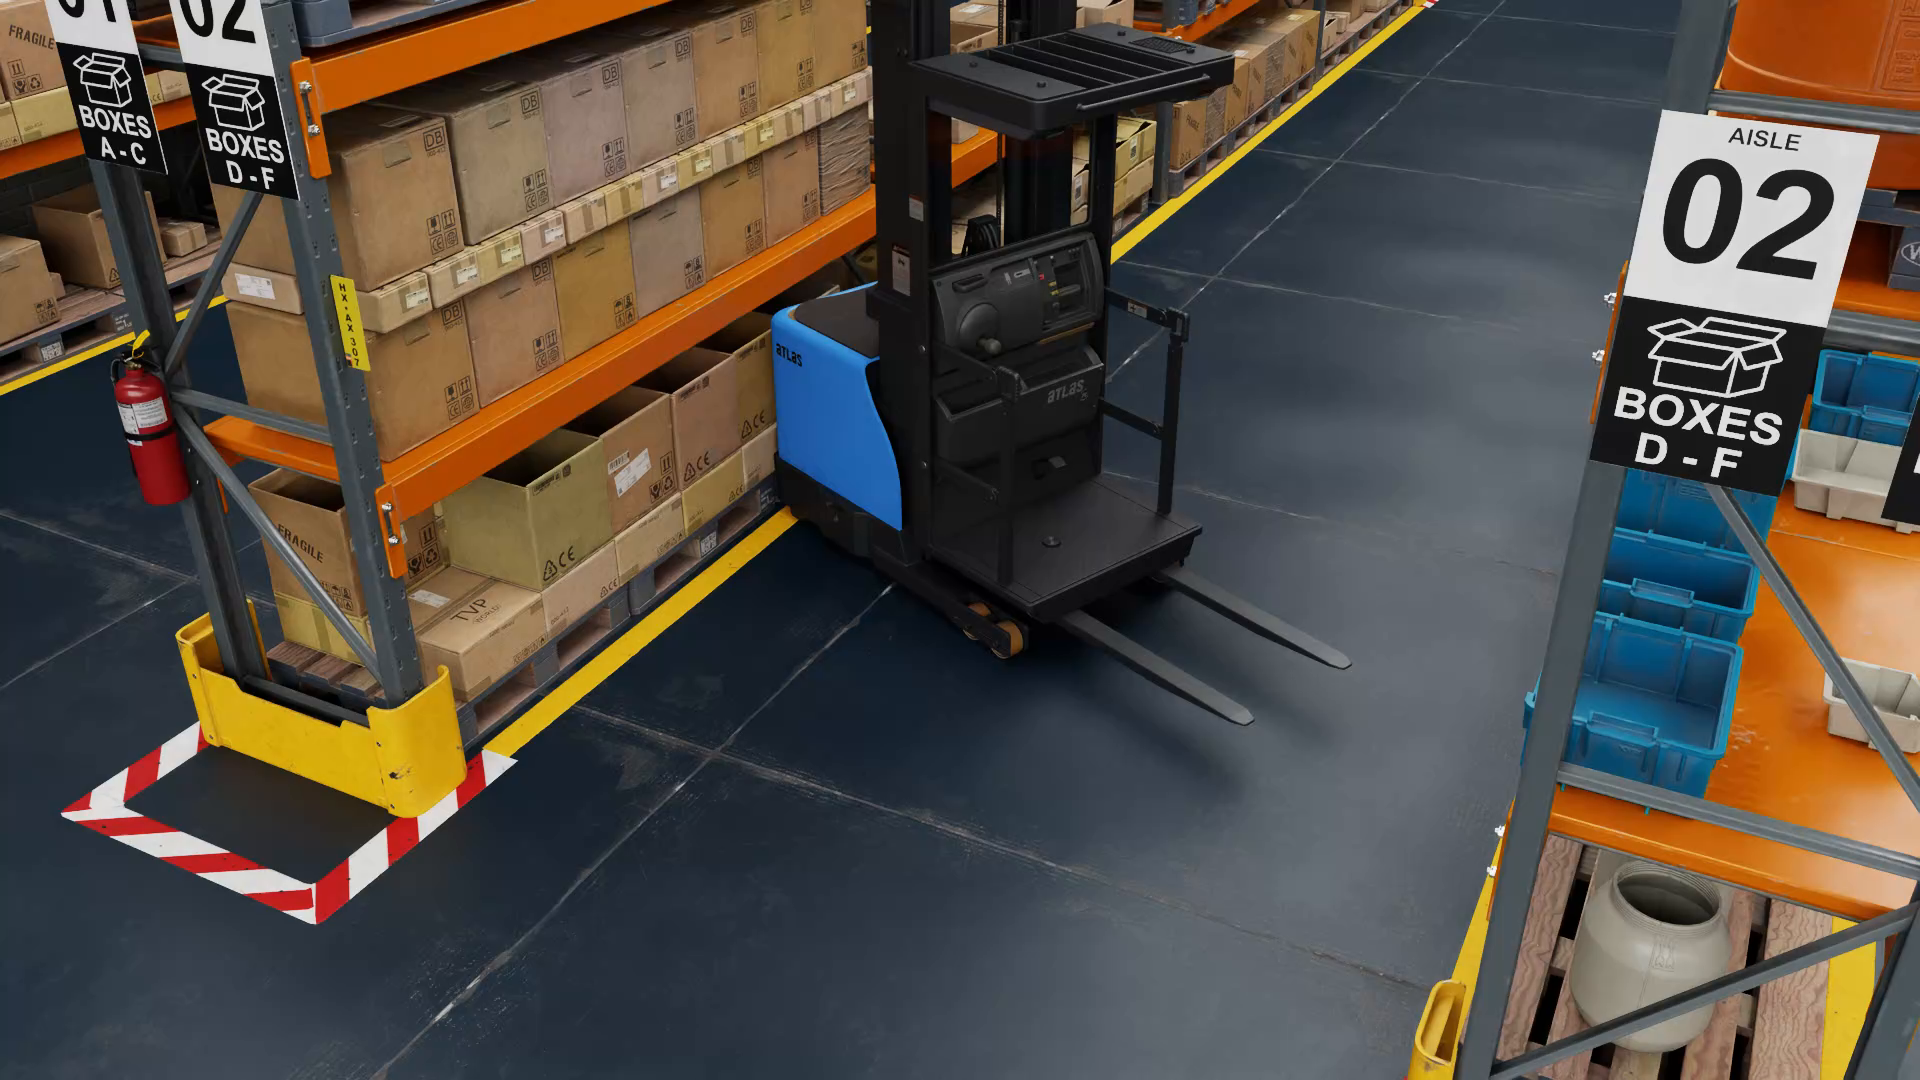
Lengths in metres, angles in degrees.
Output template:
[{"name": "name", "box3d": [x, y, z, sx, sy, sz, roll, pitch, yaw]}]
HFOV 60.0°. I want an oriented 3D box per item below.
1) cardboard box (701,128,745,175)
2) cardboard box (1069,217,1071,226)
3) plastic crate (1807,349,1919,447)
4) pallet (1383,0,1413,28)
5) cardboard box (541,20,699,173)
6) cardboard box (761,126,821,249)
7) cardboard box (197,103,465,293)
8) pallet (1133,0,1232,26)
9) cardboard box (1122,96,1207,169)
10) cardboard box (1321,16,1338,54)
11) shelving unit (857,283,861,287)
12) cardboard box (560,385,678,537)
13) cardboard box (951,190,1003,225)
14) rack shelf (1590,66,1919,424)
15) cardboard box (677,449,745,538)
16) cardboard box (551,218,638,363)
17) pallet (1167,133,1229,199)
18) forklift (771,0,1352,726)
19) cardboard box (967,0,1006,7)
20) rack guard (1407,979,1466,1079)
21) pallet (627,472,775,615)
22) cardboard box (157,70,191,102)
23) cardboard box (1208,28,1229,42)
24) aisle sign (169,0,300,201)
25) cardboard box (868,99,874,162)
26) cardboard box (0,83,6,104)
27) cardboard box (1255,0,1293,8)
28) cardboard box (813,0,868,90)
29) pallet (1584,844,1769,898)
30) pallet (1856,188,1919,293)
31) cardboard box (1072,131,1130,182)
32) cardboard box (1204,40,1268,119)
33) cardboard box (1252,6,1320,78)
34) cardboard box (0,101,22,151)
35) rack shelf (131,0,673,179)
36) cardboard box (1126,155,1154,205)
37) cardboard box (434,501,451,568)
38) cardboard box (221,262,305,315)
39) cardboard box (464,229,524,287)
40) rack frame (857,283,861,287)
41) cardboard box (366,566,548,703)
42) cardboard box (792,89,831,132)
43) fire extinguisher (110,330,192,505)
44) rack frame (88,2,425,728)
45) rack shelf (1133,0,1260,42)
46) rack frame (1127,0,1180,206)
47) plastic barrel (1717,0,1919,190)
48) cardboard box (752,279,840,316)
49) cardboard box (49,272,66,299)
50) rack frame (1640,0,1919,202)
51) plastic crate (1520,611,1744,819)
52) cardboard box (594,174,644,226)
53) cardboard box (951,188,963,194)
[{"name": "cardboard box", "box3d": [-1.215, -1.806, 7.632, 0.380, 0.149, 0.250, 15, 33, 25]}, {"name": "cardboard box", "box3d": [0.403, -2.008, 11.073, 0.500, 0.250, 0.500, 15, 33, 24]}, {"name": "plastic crate", "box3d": [3.444, -0.471, 6.208, 0.499, 0.251, 0.616, 14, 33, 23]}, {"name": "pallet", "box3d": [4.368, -5.936, 18.376, 1.003, 0.211, 1.213, 14, 33, 23]}, {"name": "cardboard box", "box3d": [-1.584, -1.954, 7.237, 0.700, 0.500, 0.500, 14, 33, 23]}, {"name": "cardboard box", "box3d": [-1.133, -1.823, 8.312, 0.700, 0.500, 0.500, 14, 33, 23]}, {"name": "cardboard box", "box3d": [-2.276, -1.274, 6.052, 0.700, 0.500, 0.500, 14, 33, 23]}, {"name": "pallet", "box3d": [1.367, -4.220, 12.779, 1.213, 0.211, 1.003, 14, 33, 23]}, {"name": "cardboard box", "box3d": [1.582, -3.230, 12.931, 0.500, 0.500, 0.500, 16, 33, 25]}, {"name": "cardboard box", "box3d": [3.326, -4.922, 16.067, 0.500, 0.311, 0.500, 14, 33, 23]}, {"name": "shelving unit", "box3d": [-0.455, -0.899, 8.886, 0.258, 0.900, 0.210, 12, 34, 25]}, {"name": "cardboard box", "box3d": [-1.639, -0.389, 7.502, 0.500, 0.500, 0.500, 14, 33, 23]}, {"name": "cardboard box", "box3d": [0.176, -2.023, 10.538, 0.500, 0.311, 0.500, 13, 32, 22]}, {"name": "rack shelf", "box3d": [2.795, -1.190, 5.021, 1.077, 0.370, 4.000, 14, 33, 23]}, {"name": "cardboard box", "box3d": [-1.397, -0.282, 8.068, 0.500, 0.250, 0.500, 14, 33, 23]}, {"name": "cardboard box", "box3d": [-1.834, -1.140, 7.123, 0.700, 0.500, 0.500, 15, 33, 24]}, {"name": "pallet", "box3d": [1.494, -3.100, 13.436, 1.003, 0.211, 1.213, 14, 33, 23]}, {"name": "forklift", "box3d": [0.402, -1.033, 7.105, 1.130, 2.935, 3.031, -23, 37, -34]}, {"name": "cardboard box", "box3d": [0.371, -3.282, 10.853, 0.500, 0.500, 0.500, 12, 32, 21]}, {"name": "rack guard", "box3d": [1.877, 1.725, 4.744, 1.175, 0.500, 0.348, 14, 33, 23]}, {"name": "pallet", "box3d": [-1.656, -0.118, 8.244, 1.003, 0.211, 1.213, 14, 33, 23]}, {"name": "cardboard box", "box3d": [-5.059, -3.000, 10.593, 0.500, 0.250, 0.500, 14, 33, 23]}, {"name": "cardboard box", "box3d": [2.038, -4.249, 14.705, 0.500, 0.500, 0.500, 15, 33, 24]}, {"name": "aisle sign", "box3d": [-2.281, -1.469, 5.185, 0.394, 0.787, 0.004, 14, 33, 23]}, {"name": "cardboard box", "box3d": [-0.516, -2.376, 9.527, 0.500, 0.250, 0.500, 17, 34, 26]}, {"name": "cardboard box", "box3d": [-5.751, -2.650, 9.231, 0.500, 0.500, 0.500, 15, 33, 25]}, {"name": "cardboard box", "box3d": [2.950, -5.184, 16.333, 0.500, 0.500, 0.500, 14, 33, 23]}, {"name": "cardboard box", "box3d": [-0.898, -2.621, 8.399, 0.700, 0.500, 0.500, 14, 33, 24]}, {"name": "pallet", "box3d": [2.808, 0.952, 6.380, 1.003, 0.211, 1.213, 14, 33, 23]}, {"name": "pallet", "box3d": [2.348, -0.878, 3.945, 1.003, 0.211, 1.213, 14, 33, 23]}, {"name": "cardboard box", "box3d": [0.870, -2.700, 11.715, 0.500, 0.311, 0.500, 14, 33, 23]}, {"name": "cardboard box", "box3d": [2.282, -3.917, 14.128, 0.500, 0.500, 0.500, 13, 32, 22]}, {"name": "cardboard box", "box3d": [2.973, -4.583, 15.287, 0.500, 0.500, 0.500, 14, 33, 23]}, {"name": "cardboard box", "box3d": [-5.737, -2.332, 9.429, 0.500, 0.250, 0.500, 15, 33, 24]}, {"name": "rack shelf", "box3d": [-1.613, -2.316, 6.980, 1.077, 0.370, 4.000, 14, 33, 23]}, {"name": "cardboard box", "box3d": [1.098, -2.688, 12.258, 0.500, 0.250, 0.500, 15, 33, 24]}, {"name": "cardboard box", "box3d": [-2.326, 0.041, 7.506, 0.500, 0.250, 0.500, 14, 33, 23]}, {"name": "cardboard box", "box3d": [-2.520, -0.977, 6.188, 0.380, 0.149, 0.250, 14, 33, 22]}, {"name": "cardboard box", "box3d": [-1.921, -1.118, 6.433, 0.380, 0.149, 0.250, 14, 33, 23]}, {"name": "rack frame", "box3d": [-0.409, -0.947, 8.962, 0.240, 0.900, 0.006, 12, 34, 25]}, {"name": "cardboard box", "box3d": [-2.082, 0.383, 6.910, 0.500, 0.250, 0.500, 14, 33, 23]}, {"name": "cardboard box", "box3d": [-0.866, -2.143, 8.218, 0.380, 0.149, 0.250, 13, 32, 22]}, {"name": "fire extinguisher", "box3d": [-2.991, -0.460, 6.116, 0.296, 0.674, 0.183, 14, 33, 23]}, {"name": "rack frame", "box3d": [-2.524, -0.440, 6.004, 1.000, 3.000, 0.127, 14, 33, 23]}, {"name": "rack shelf", "box3d": [2.031, -4.561, 13.903, 1.077, 0.370, 4.000, 14, 33, 23]}, {"name": "rack frame", "box3d": [1.120, -3.987, 12.180, 1.000, 3.000, 0.127, 14, 33, 23]}, {"name": "plastic barrel", "box3d": [1.992, -1.228, 3.511, 0.600, 0.830, 0.708, 14, 33, 23]}, {"name": "cardboard box", "box3d": [-0.957, -1.054, 8.660, 0.500, 0.500, 0.500, 14, 33, 23]}, {"name": "cardboard box", "box3d": [-5.860, -1.585, 10.420, 0.380, 0.149, 0.250, 12, 32, 19]}, {"name": "rack frame", "box3d": [1.884, -1.916, 2.551, 1.000, 3.000, 0.127, 14, 33, 23]}, {"name": "plastic crate", "box3d": [1.845, 0.460, 4.586, 0.499, 0.251, 0.616, 14, 33, 23]}, {"name": "cardboard box", "box3d": [-1.569, -1.461, 7.031, 0.380, 0.149, 0.250, 14, 33, 23]}, {"name": "cardboard box", "box3d": [-0.312, -2.144, 10.747, 0.500, 0.311, 0.500, 14, 33, 23]}]
